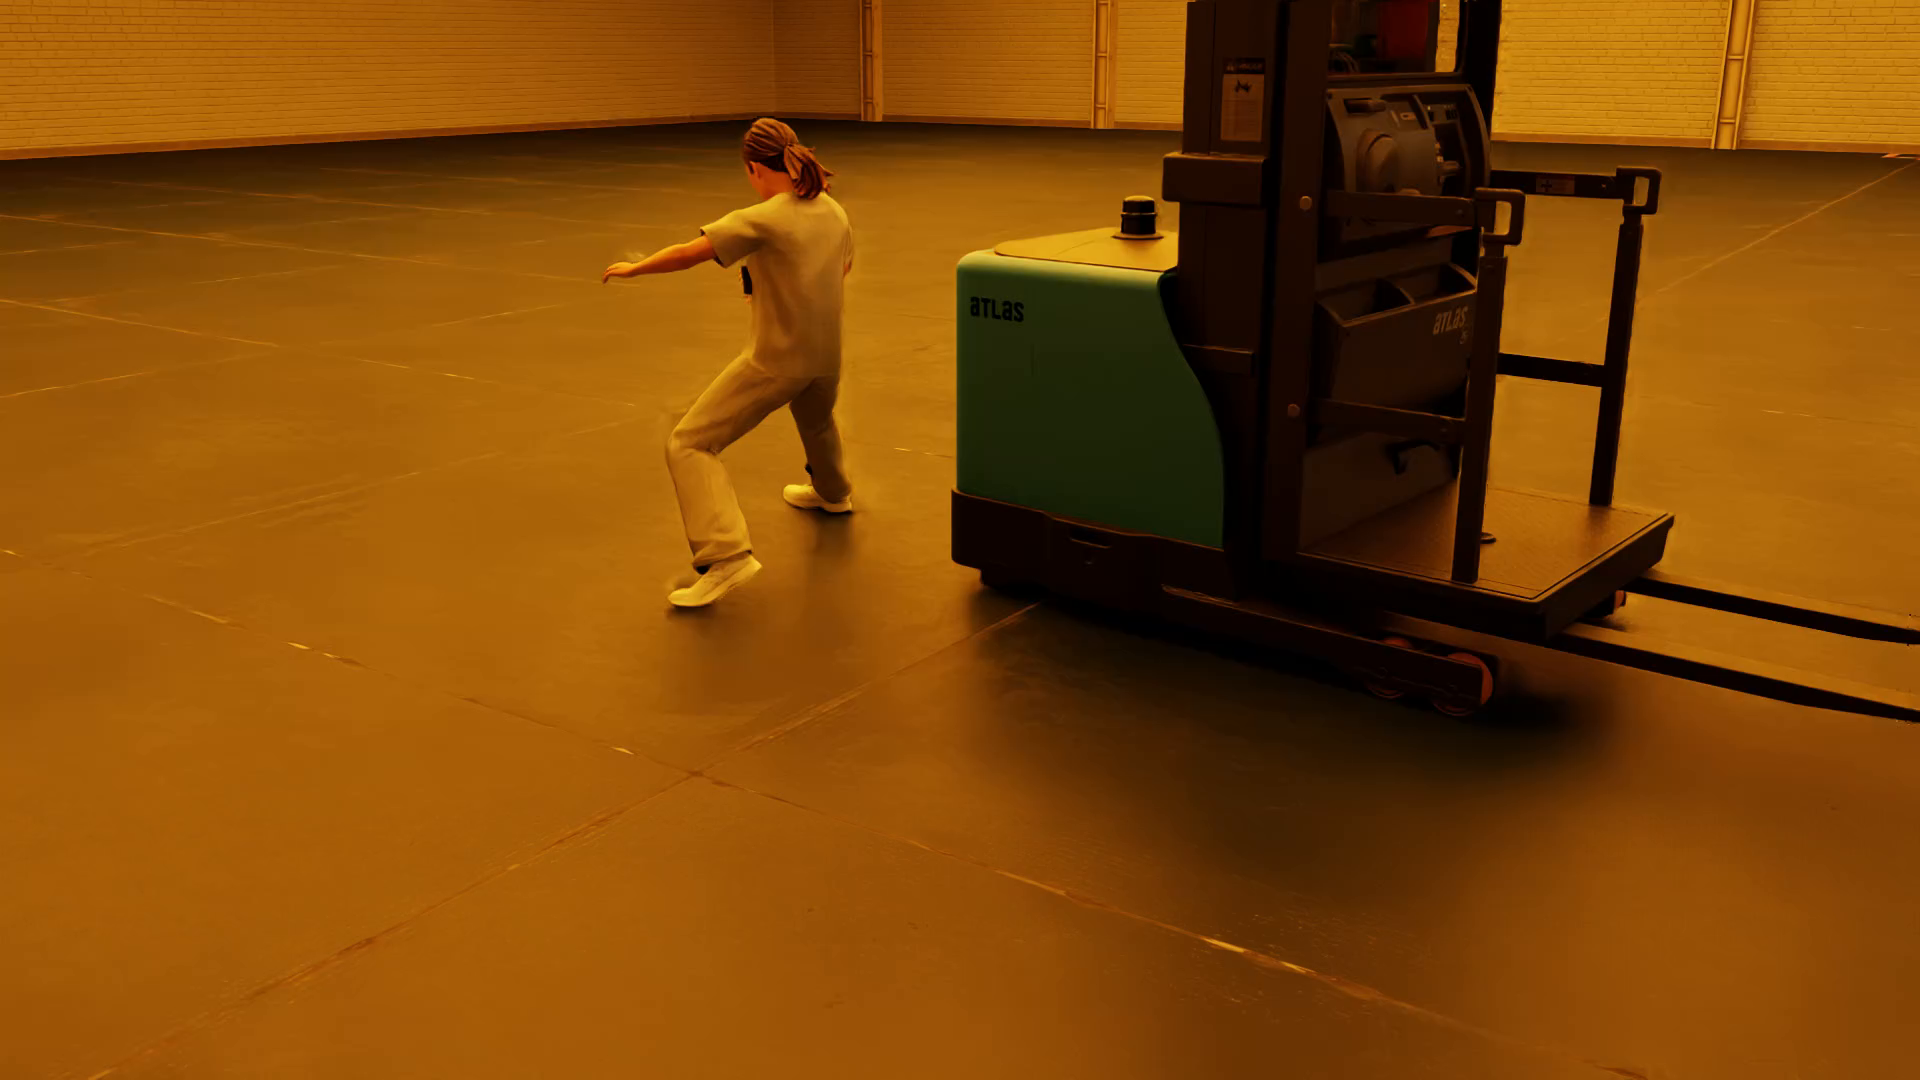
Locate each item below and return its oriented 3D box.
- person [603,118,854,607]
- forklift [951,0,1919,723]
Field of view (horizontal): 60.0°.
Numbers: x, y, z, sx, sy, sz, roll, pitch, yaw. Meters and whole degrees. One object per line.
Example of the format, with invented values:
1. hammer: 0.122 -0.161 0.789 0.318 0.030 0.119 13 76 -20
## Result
1. person: -0.696 -0.656 5.591 0.829 1.466 1.216 14 21 39
2. forklift: 1.427 -1.109 4.541 3.031 2.935 1.130 13 21 38
